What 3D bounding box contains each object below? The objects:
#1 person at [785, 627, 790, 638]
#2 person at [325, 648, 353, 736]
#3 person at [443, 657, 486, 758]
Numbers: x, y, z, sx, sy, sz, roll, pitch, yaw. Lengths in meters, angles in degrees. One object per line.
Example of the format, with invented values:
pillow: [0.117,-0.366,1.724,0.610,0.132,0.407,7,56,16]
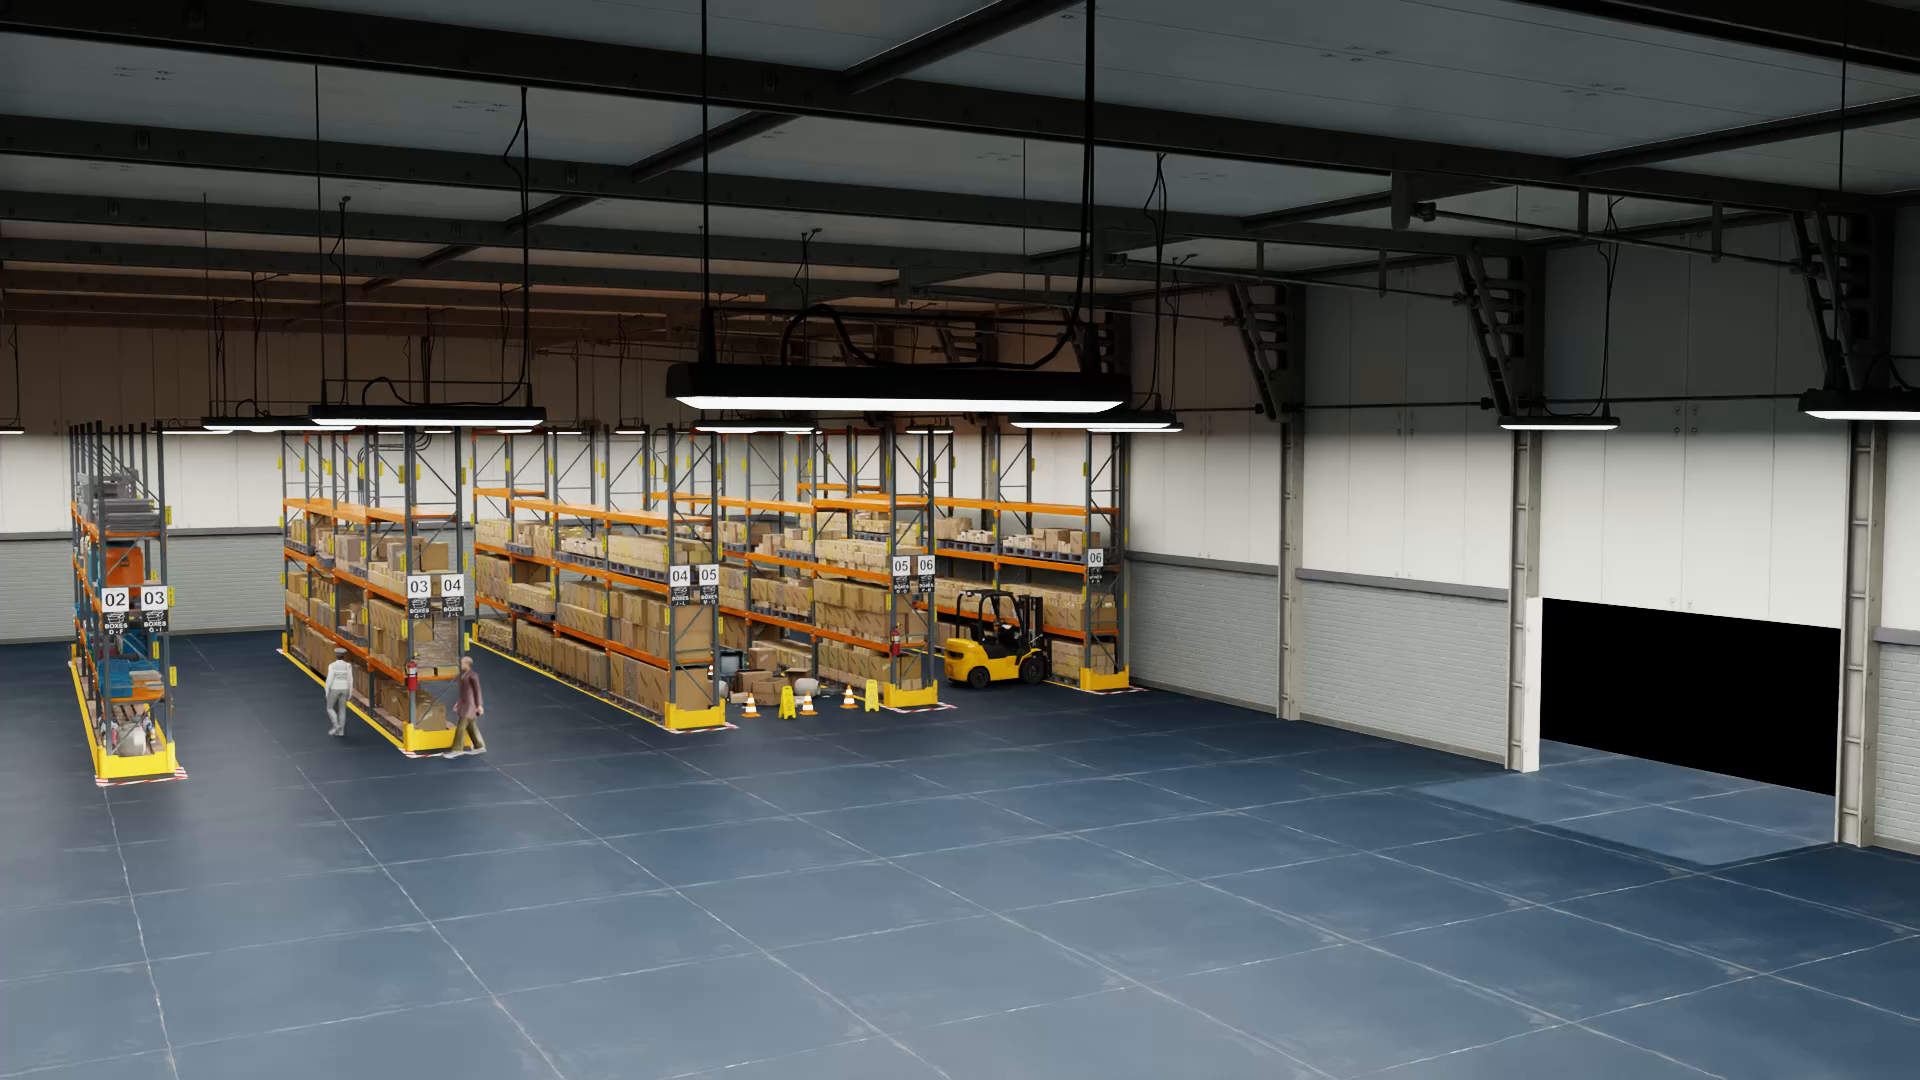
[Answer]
person: [-5.010,1.973,47.564,0.409,1.748,0.494,1,4,18]
person: [-11.886,2.911,31.843,0.520,1.672,0.400,-2,4,-31]
person: [-8.929,2.990,29.857,0.815,1.771,0.621,-2,4,-27]
